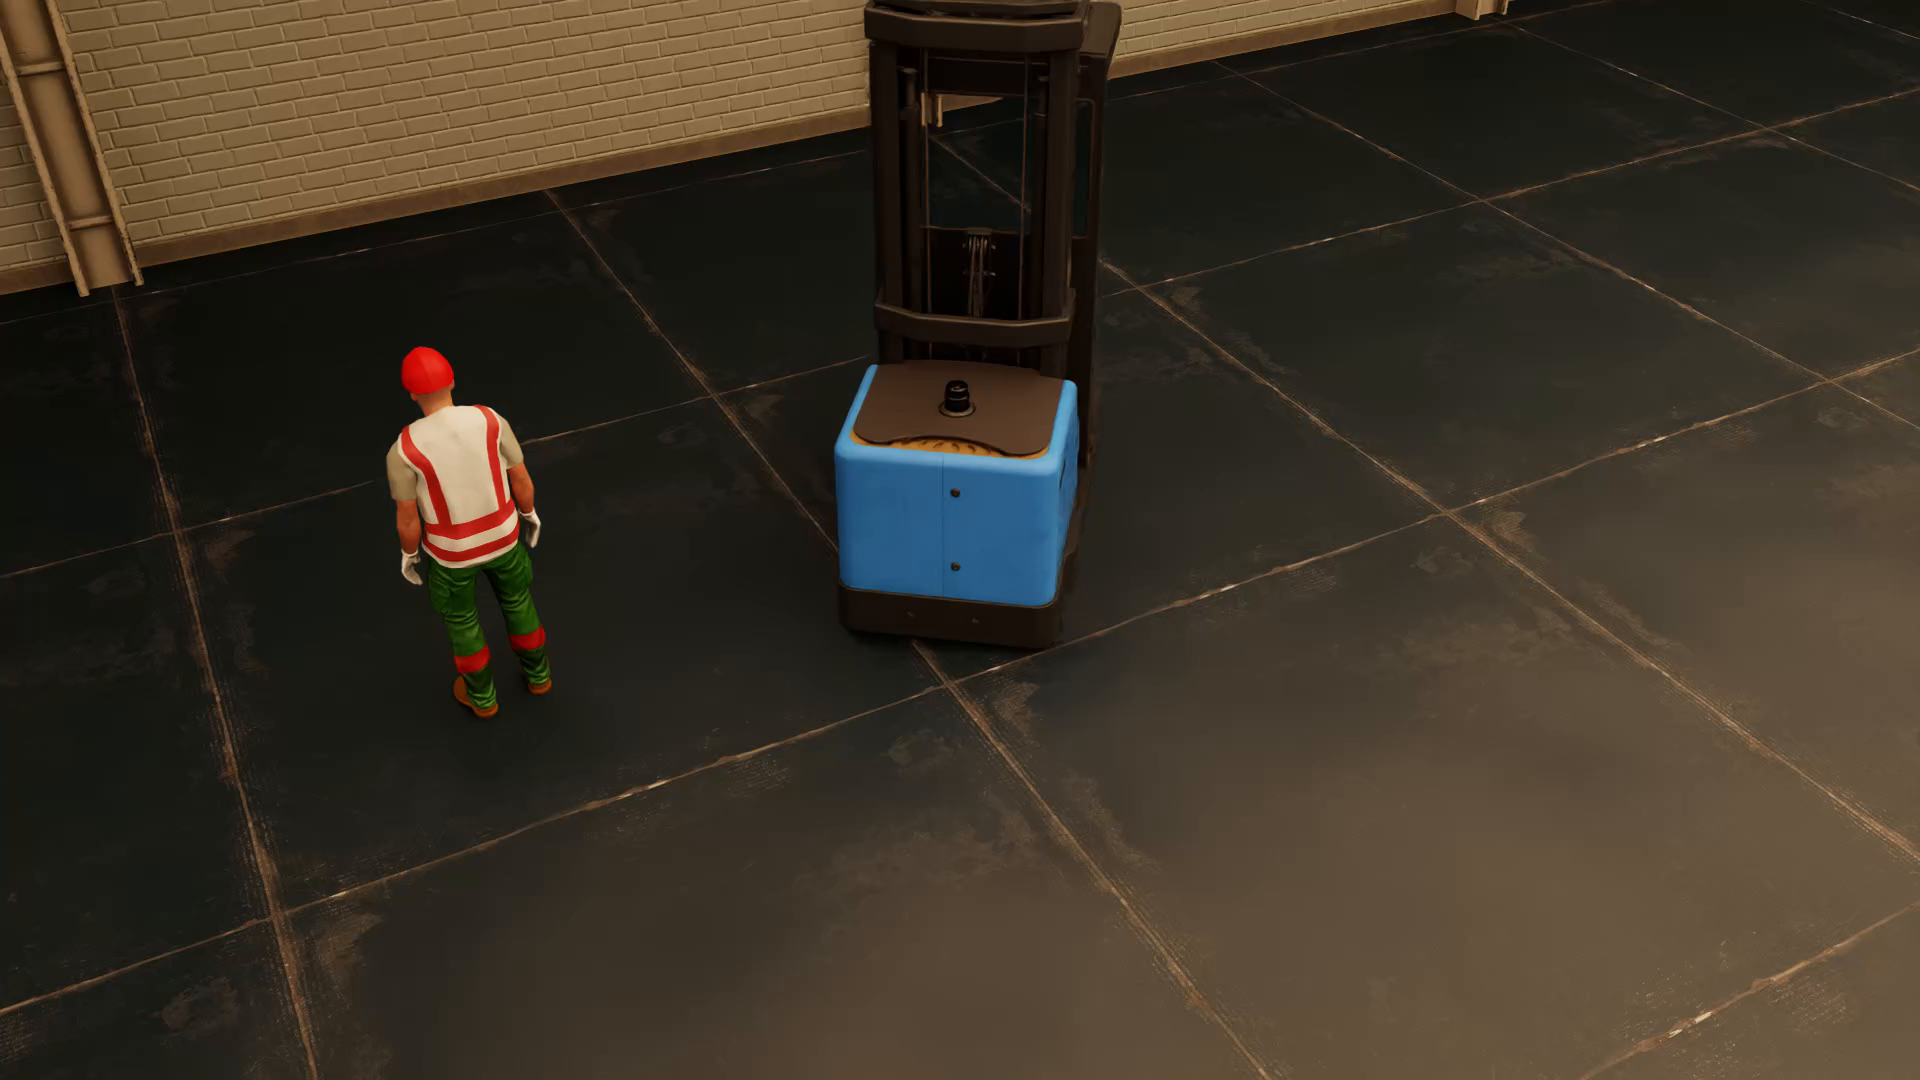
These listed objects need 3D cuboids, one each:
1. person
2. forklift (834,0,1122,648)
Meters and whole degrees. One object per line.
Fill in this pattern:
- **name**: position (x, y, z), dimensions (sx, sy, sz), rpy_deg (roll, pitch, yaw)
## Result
- **person**: position (-2.105, -0.014, 7.146), dimensions (0.623, 1.777, 0.450), rpy_deg (-21, 40, -27)
- **forklift**: position (0.169, -1.530, 8.288), dimensions (1.130, 2.935, 3.031), rpy_deg (5, 36, 8)
